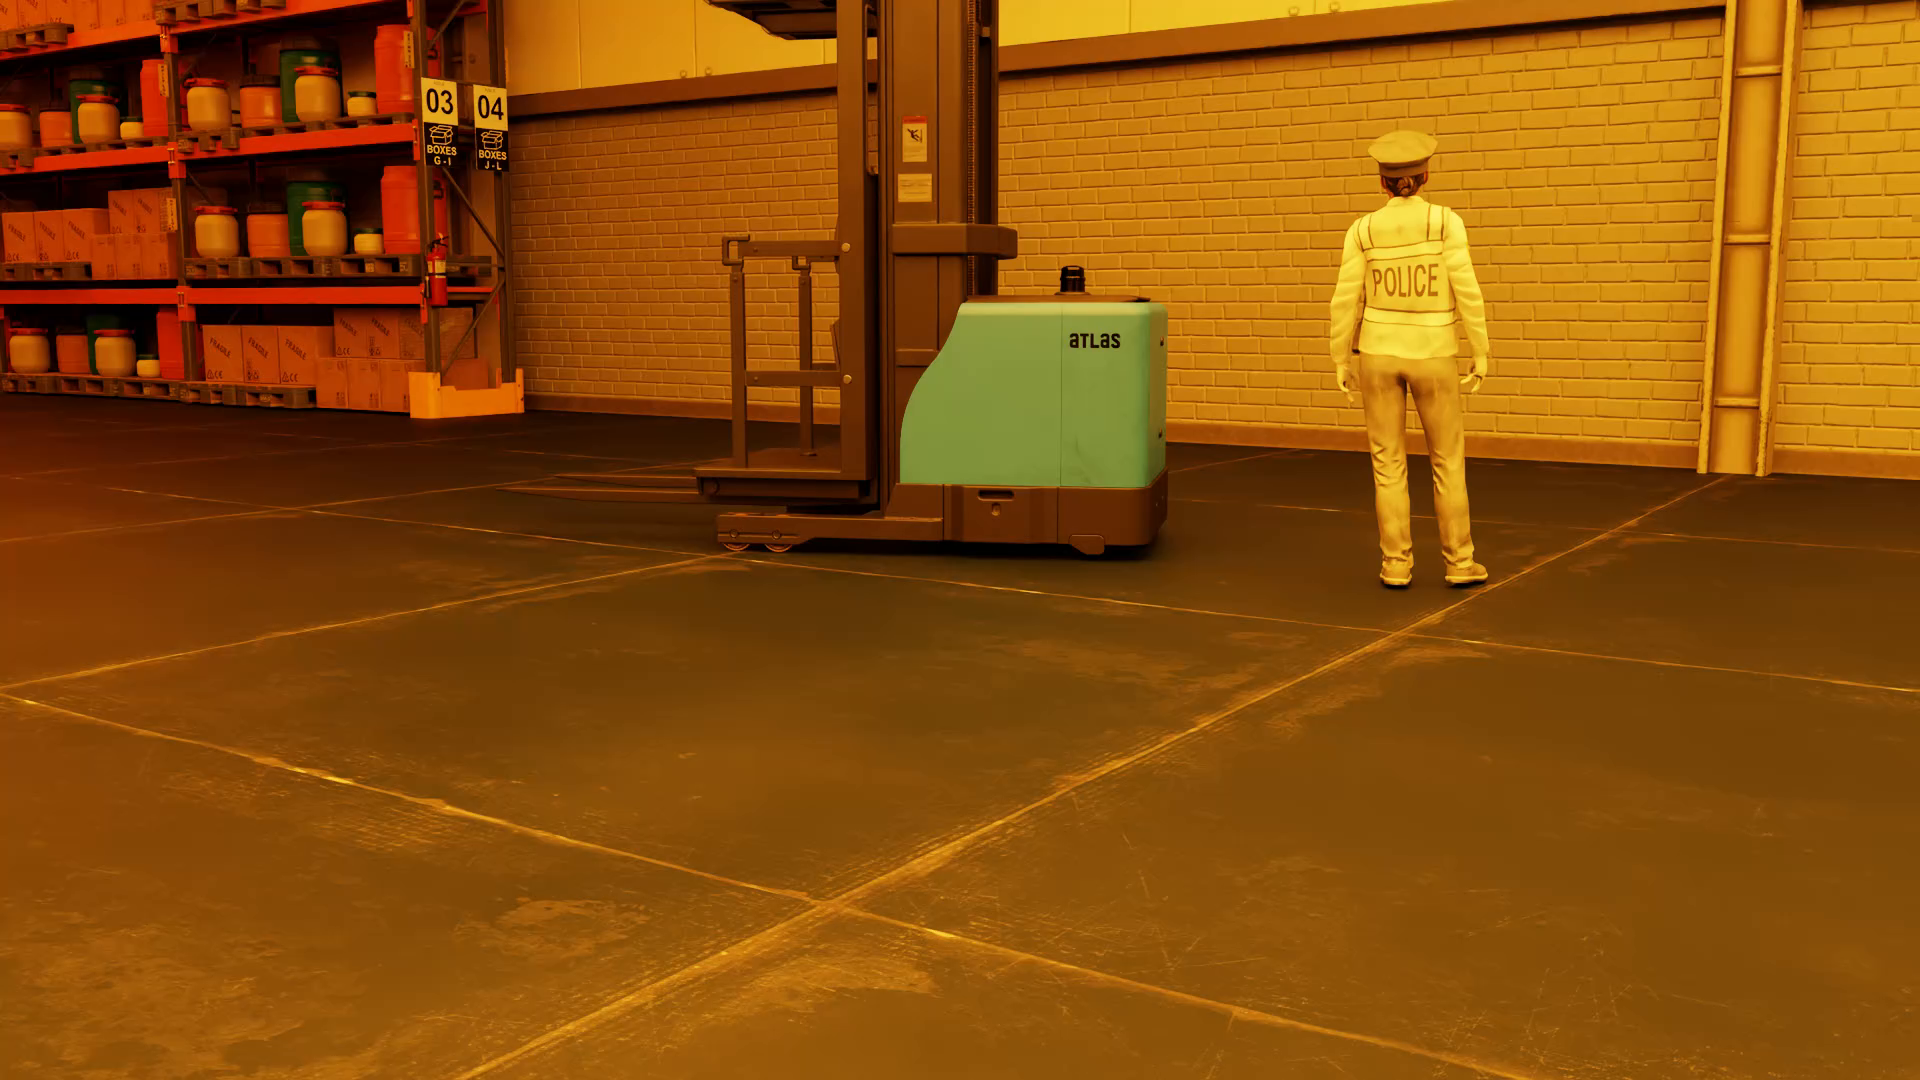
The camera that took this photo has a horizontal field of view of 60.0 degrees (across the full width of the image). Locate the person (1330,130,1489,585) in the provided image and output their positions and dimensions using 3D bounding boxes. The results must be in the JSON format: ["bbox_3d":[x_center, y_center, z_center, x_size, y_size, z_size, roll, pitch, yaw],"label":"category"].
[{"bbox_3d":[1.700,-0.673,6.266,0.588,1.696,0.534,3,9,23],"label":"person"}]

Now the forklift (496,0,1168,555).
[{"bbox_3d":[-0.596,-1.469,7.520,3.031,2.935,1.130,2,8,12],"label":"forklift"}]
